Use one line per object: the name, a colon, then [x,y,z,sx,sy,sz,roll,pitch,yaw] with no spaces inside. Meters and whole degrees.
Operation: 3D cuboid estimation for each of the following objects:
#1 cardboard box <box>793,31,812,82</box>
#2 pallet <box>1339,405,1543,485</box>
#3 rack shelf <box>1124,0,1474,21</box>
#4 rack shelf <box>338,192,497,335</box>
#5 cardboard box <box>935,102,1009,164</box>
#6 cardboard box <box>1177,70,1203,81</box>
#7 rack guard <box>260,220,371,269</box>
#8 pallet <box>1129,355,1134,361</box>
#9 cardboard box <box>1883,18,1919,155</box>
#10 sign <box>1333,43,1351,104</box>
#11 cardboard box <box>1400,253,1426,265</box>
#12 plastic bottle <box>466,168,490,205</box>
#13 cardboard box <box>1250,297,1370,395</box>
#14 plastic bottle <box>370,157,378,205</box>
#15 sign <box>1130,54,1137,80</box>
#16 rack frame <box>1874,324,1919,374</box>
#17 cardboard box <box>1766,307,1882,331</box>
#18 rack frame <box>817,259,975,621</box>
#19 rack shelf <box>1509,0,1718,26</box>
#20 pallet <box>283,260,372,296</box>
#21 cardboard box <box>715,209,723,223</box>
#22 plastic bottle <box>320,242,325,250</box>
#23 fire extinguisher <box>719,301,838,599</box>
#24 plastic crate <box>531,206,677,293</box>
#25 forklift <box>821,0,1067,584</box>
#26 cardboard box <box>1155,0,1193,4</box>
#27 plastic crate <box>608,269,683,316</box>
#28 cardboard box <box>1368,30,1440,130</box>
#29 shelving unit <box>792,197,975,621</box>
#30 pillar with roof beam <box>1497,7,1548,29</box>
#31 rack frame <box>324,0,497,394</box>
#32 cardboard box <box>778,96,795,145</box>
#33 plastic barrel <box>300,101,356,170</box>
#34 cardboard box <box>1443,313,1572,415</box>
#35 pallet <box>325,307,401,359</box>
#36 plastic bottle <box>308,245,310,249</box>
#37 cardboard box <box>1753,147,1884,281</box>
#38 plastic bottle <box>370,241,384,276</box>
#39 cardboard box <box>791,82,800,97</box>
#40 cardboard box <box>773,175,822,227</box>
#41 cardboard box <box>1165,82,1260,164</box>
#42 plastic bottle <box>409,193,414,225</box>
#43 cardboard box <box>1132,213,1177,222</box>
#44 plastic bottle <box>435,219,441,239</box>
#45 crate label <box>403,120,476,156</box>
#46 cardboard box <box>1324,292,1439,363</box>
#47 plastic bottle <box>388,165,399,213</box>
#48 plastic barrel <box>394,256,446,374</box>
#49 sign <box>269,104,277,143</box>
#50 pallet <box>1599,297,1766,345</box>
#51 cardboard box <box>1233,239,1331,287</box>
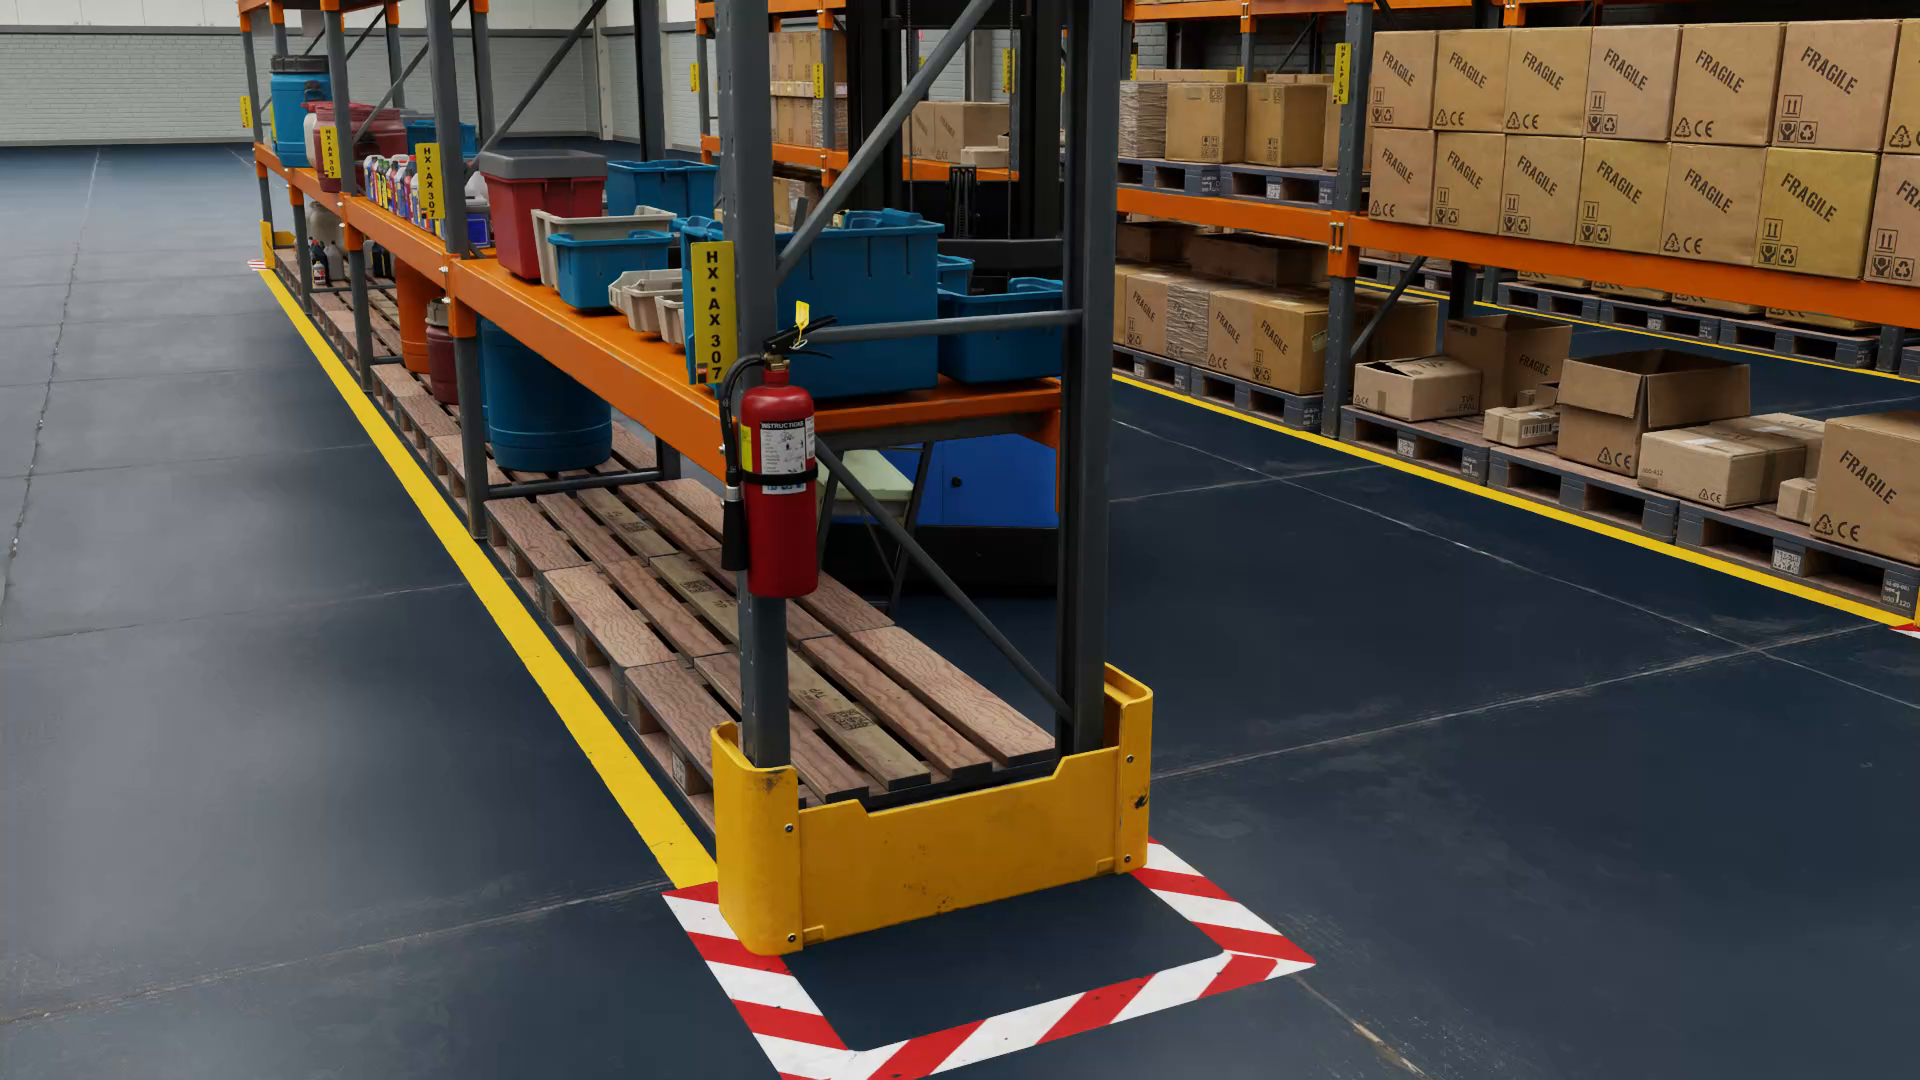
cardboard box: [-1.304,-4.996,17.189,0.700,0.500,0.500,-8,18,-25]
pallet: [2.923,-0.595,9.443,1.003,0.211,1.213,-8,18,-25]
rack shelf: [1.747,-3.698,11.066,1.077,0.370,4.000,-8,18,-25]
rack shelf: [-2.707,-1.659,9.397,1.077,0.370,4.000,-8,18,-25]
cardboard box: [0.121,-3.560,14.537,0.500,0.500,0.500,-9,18,-28]
cardboard box: [2.861,-5.190,19.275,0.500,0.500,0.500,-8,18,-25]
rack guard: [-7.013,-3.269,18.237,1.175,0.500,0.348,-8,18,-25]
pallet: [1.164,-1.568,12.832,1.003,0.211,1.213,-8,18,-25]
cardboard box: [3.933,-1.720,6.313,0.500,0.500,0.500,-8,18,-25]
sign: [2.126,-2.595,9.255,0.100,0.325,0.005,-8,18,-25]
cardboard box: [4.839,-3.022,16.576,0.700,0.500,0.500,-8,18,-25]
plastic bottle: [-2.399,-1.691,8.293,0.144,0.351,0.185,-8,18,-25]
cardboard box: [2.149,-1.204,10.242,0.500,0.500,0.500,-8,18,-25]
plastic bottle: [-3.582,-2.211,10.229,0.061,0.283,0.133,-8,18,-25]
sign: [1.354,-3.684,13.196,0.100,0.325,0.005,-8,18,-25]
rack frame: [7.074,-2.706,11.741,1.000,3.000,0.127,-8,18,-25]
cardboard box: [6.673,-2.020,12.487,0.750,0.750,0.750,-7,18,-24]
rack frame: [-0.285,-0.339,6.227,0.400,1.500,0.023,1,24,-30]
rack shelf: [6.198,-4.298,13.155,1.077,0.370,4.000,-8,18,-25]
pallet: [-6.131,-2.626,16.520,1.003,0.211,1.213,-8,18,-25]
cardboard box: [-2.599,-3.802,19.785,0.500,0.250,0.500,-8,18,-25]
plastic bottle: [-6.022,-2.669,15.741,0.061,0.283,0.133,-8,18,-25]
fire extinguisher: [-0.421,-0.208,3.854,0.296,0.674,0.183,-8,18,-25]
plastic crate: [-1.328,-1.080,6.181,0.437,0.282,0.530,-8,18,-25]
forklift: [0.051,-1.582,7.949,1.130,2.935,3.031,1,16,4]
cardboard box: [2.639,-6.544,19.461,0.500,0.500,0.500,-8,18,-27]
plastic crate: [-1.003,-0.810,5.505,0.298,0.136,0.250,-8,18,-25]
cardboard box: [2.577,-2.484,8.975,0.500,0.500,0.500,-7,17,-23]
shelving unit: [-0.448,-0.491,6.517,0.431,1.500,0.755,1,24,-30]
pillar with roof beam: [1.660,-6.488,14.045,9.100,9.000,0.400,-8,18,-25]
rack frame: [-3.584,-2.500,11.026,1.000,3.000,0.127,-8,18,-25]
cardboard box: [-1.535,-4.502,17.820,0.700,0.500,0.500,-7,18,-24]
plastic barrel: [-5.114,-3.294,13.544,0.433,0.535,0.433,0,16,0]
cardboard box: [3.128,-1.009,9.563,0.500,0.500,0.500,-8,18,-25]
pallet: [-4.419,-1.659,13.149,1.003,0.211,1.213,-8,18,-25]
plastic bottle: [-6.070,-2.606,15.520,0.061,0.283,0.133,-6,17,-21]
cardboard box: [3.704,-1.369,6.901,0.500,0.500,0.500,-7,18,-24]
plastic bottle: [-5.446,-2.663,15.598,0.144,0.351,0.185,-8,18,-25]
cardboard box: [-1.533,-4.682,17.272,0.380,0.149,0.250,-8,18,-25]
cardboard box: [-1.712,-3.668,17.958,0.500,0.500,0.500,-8,18,-25]
cardboard box: [1.794,-2.787,11.081,0.700,0.500,0.500,-13,21,-39]
plastic bottle: [-2.911,-1.804,8.958,0.097,0.201,0.097,0,16,0]
cardboard box: [2.566,-4.179,20.611,0.700,0.500,0.500,-9,18,-28]
plastic bottle: [-2.528,-1.673,8.233,0.144,0.351,0.185,-8,18,-25]
crate label: [-3.776,-2.796,11.993,0.502,0.435,0.616,-8,18,-25]
cardboard box: [2.630,-1.266,10.457,0.500,0.500,0.500,-9,18,-27]
plastic bottle: [-3.254,-2.031,9.623,0.097,0.271,0.097,0,16,0]
plastic barrel: [-3.354,-1.540,10.852,0.600,0.830,0.708,-8,18,-25]
sign: [-5.835,-3.561,14.222,0.100,0.325,0.005,-8,18,-25]
pallet: [6.130,-1.851,13.816,1.003,0.211,1.213,-8,18,-25]
cardboard box: [2.192,-1.874,11.217,0.500,0.250,0.500,-8,18,-25]
